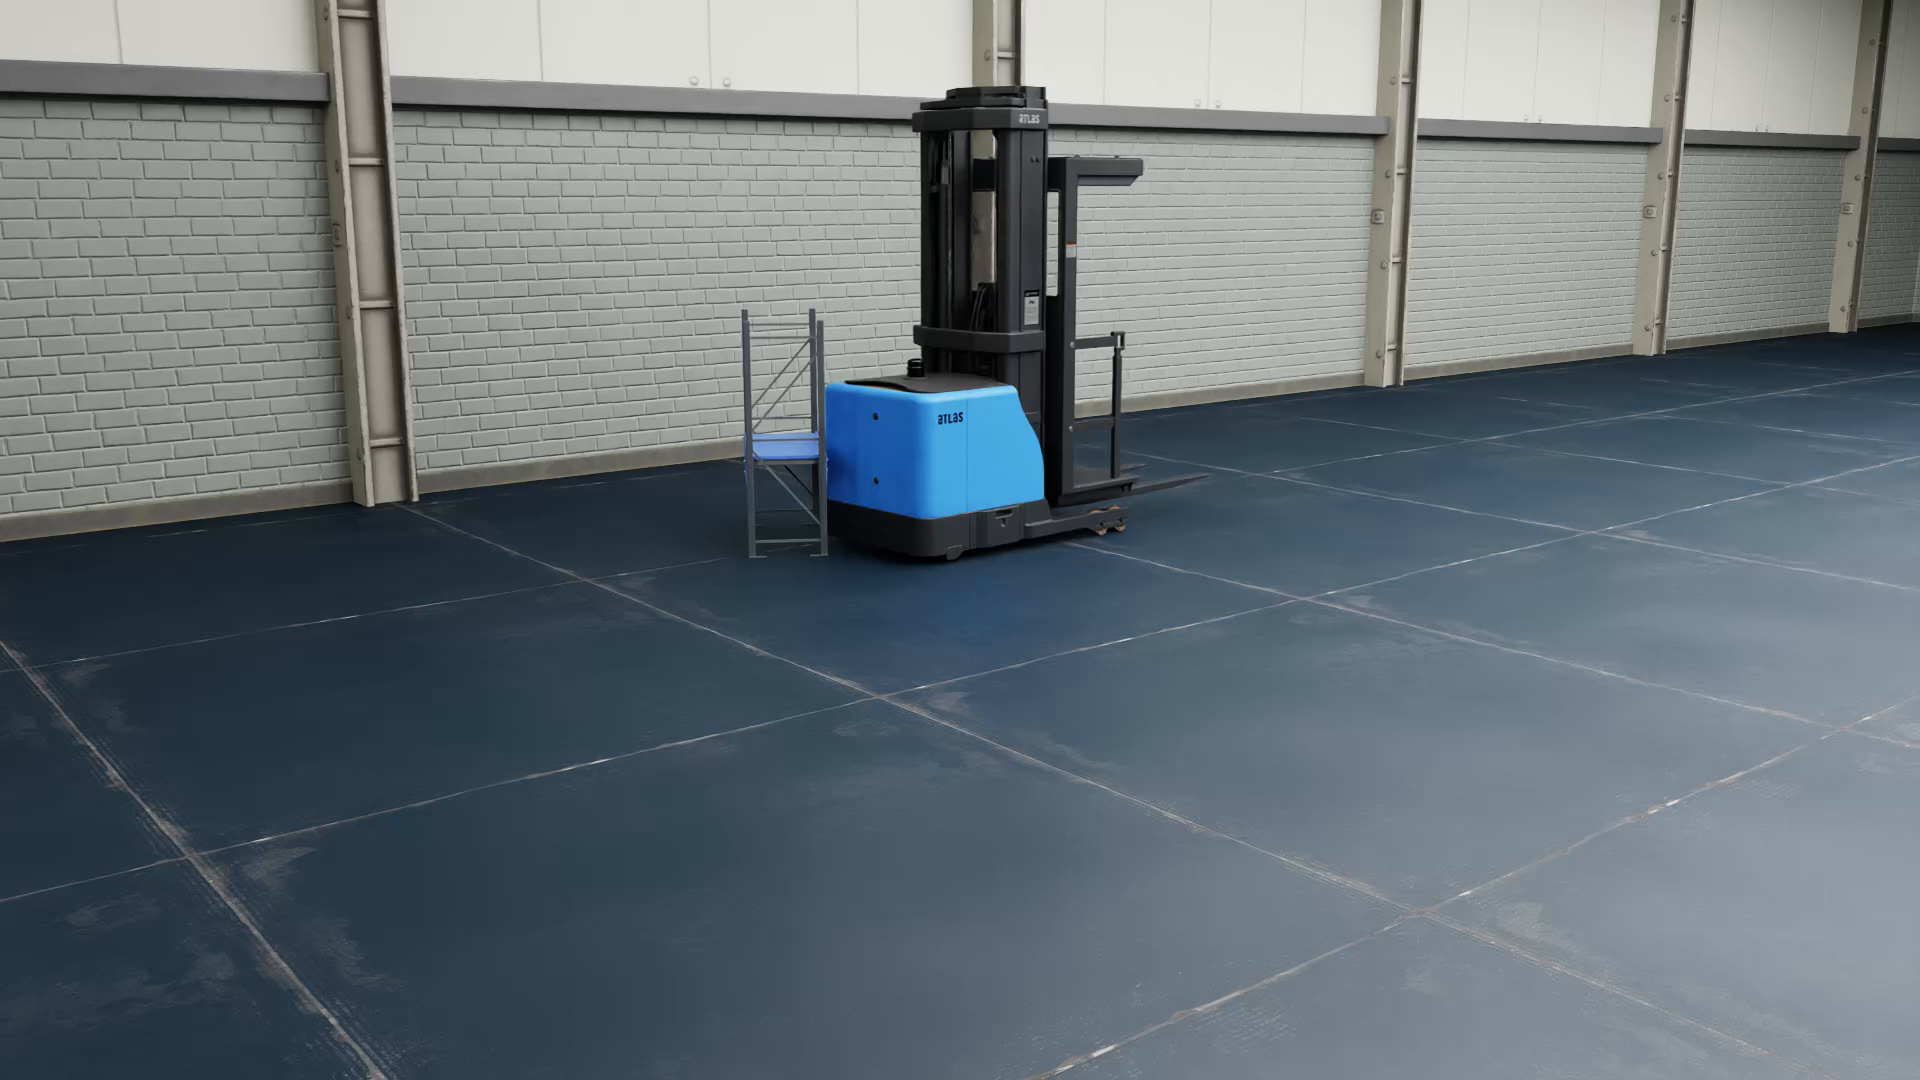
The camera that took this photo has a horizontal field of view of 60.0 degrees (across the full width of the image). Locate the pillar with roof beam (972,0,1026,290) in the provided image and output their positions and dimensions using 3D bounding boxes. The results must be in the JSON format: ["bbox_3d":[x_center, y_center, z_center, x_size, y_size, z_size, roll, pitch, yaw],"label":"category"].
[{"bbox_3d":[3.051,-4.778,11.967,0.400,9.000,9.100,-9,15,-38],"label":"pillar with roof beam"}]

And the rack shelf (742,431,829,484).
[{"bbox_3d":[-1.165,-0.555,10.998,0.538,0.185,1.000,-2,12,-8],"label":"rack shelf"}]

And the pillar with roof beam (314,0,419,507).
[{"bbox_3d":[-1.634,-4.000,8.301,0.400,9.000,9.100,-9,15,-38],"label":"pillar with roof beam"}]

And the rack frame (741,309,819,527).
[{"bbox_3d":[-1.233,-0.836,11.454,0.500,1.500,0.032,-2,12,-8],"label":"rack frame"}]

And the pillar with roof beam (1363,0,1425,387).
[{"bbox_3d":[7.736,-5.557,15.634,0.400,9.000,9.100,-9,15,-38],"label":"pillar with roof beam"}]

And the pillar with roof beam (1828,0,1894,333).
[{"bbox_3d":[17.106,-7.114,22.967,0.400,9.000,9.100,-9,15,-38],"label":"pillar with roof beam"}]

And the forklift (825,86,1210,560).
[{"bbox_3d":[0.532,-1.543,11.337,3.031,2.935,1.130,-11,16,-42],"label":"forklift"}]

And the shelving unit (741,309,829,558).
[{"bbox_3d":[-1.165,-0.731,10.961,0.538,1.500,1.048,-2,12,-8],"label":"shelving unit"}]

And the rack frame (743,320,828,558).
[{"bbox_3d":[-1.097,-0.626,10.468,0.500,1.500,0.032,-2,12,-8],"label":"rack frame"}]

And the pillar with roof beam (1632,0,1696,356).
[{"bbox_3d":[12.421,-6.335,19.300,0.400,9.000,9.100,-9,15,-38],"label":"pillar with roof beam"}]
